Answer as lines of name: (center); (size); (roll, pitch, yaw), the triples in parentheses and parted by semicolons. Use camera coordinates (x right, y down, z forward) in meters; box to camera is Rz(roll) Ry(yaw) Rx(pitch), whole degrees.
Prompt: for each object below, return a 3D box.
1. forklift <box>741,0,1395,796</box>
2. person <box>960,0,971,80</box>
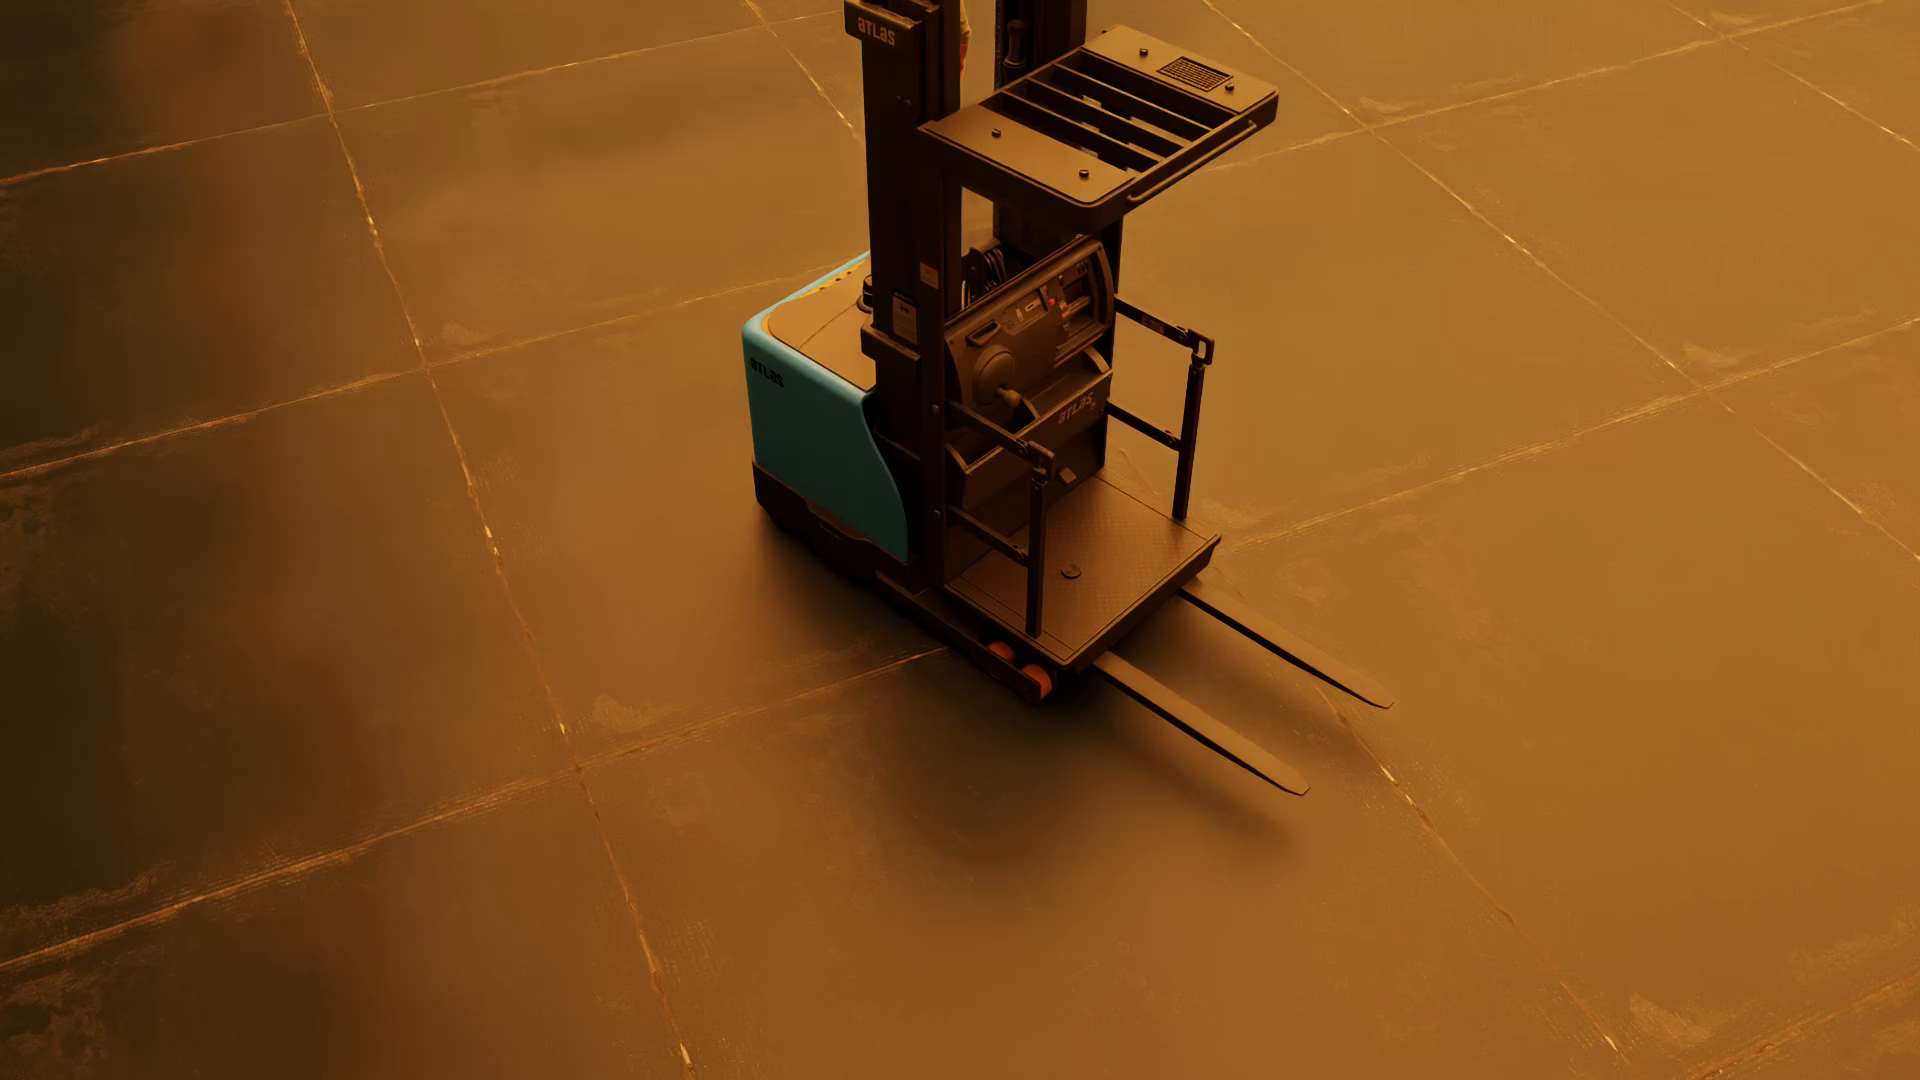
forklift: (0.445, -0.788, 6.525); (3.031, 2.935, 1.130); (32, 52, 30)
person: (-0.199, -2.686, 9.526); (0.521, 1.599, 0.472); (-18, 46, -18)
